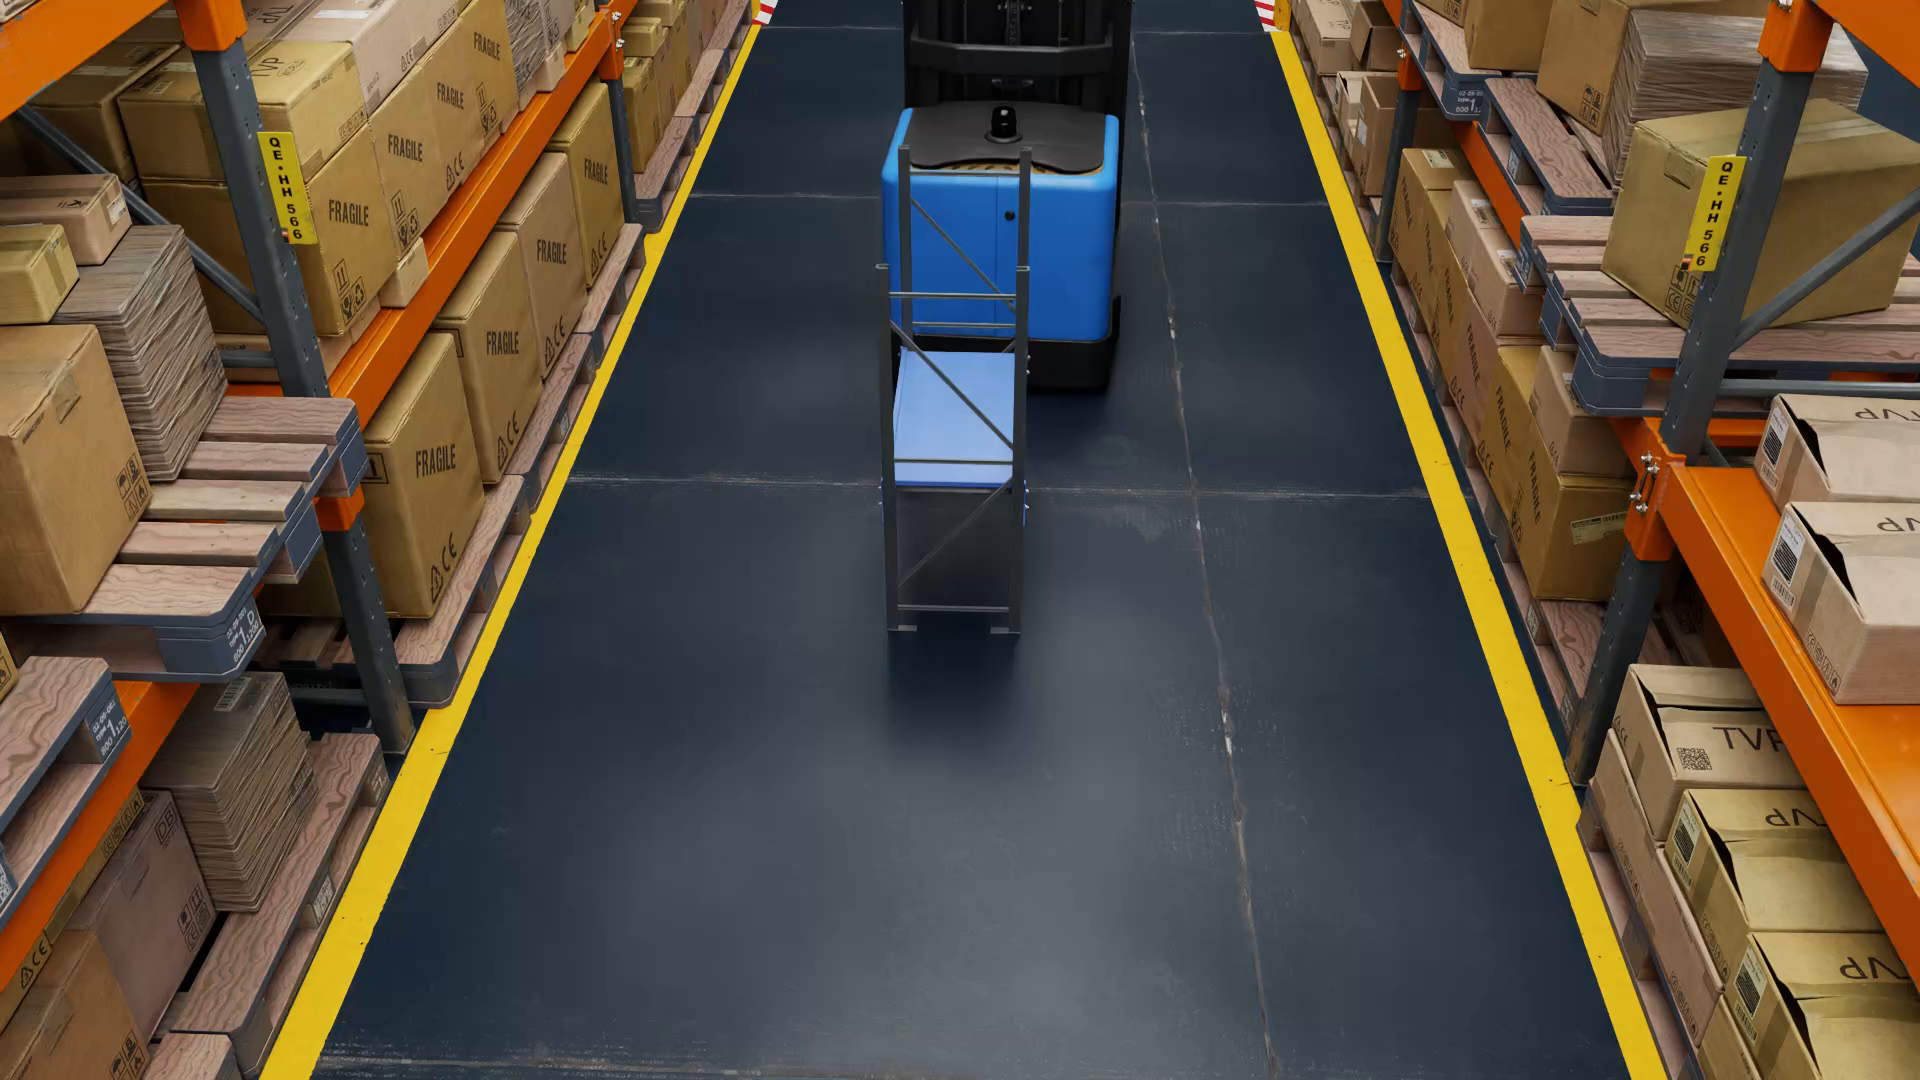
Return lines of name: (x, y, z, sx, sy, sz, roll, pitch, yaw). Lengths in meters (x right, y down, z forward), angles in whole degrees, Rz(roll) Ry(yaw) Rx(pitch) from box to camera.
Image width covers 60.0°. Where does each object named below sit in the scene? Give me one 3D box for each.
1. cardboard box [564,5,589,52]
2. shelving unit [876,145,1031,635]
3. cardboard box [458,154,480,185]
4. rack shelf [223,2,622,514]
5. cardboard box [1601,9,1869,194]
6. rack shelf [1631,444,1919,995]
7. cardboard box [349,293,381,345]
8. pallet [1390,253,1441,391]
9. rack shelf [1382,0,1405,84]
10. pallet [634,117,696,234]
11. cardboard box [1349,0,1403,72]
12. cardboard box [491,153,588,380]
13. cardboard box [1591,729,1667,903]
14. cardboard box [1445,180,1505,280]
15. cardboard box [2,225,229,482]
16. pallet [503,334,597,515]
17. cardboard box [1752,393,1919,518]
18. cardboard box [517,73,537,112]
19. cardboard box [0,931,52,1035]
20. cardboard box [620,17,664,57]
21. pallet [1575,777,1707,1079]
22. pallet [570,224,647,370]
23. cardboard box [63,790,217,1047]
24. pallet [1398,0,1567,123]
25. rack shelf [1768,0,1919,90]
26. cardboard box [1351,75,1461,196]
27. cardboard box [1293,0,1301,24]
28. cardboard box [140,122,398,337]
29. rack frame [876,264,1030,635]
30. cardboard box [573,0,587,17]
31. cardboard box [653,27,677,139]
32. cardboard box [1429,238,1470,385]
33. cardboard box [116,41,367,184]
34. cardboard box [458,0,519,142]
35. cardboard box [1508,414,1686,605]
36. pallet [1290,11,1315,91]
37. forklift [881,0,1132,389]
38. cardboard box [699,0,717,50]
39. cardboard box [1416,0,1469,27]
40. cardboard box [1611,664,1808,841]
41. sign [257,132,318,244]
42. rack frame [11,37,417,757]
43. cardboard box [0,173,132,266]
cardboard box: (-1.952, -2.389, 7.741, 0.380, 0.149, 0.250, 2, 35, 3)
shelving unit: (-0.003, -0.565, 6.249, 0.538, 1.500, 1.048, 1, 35, 2)
cardboard box: (-2.100, -1.502, 6.480, 0.380, 0.149, 0.250, 2, 35, 2)
rack shelf: (-2.315, -1.386, 6.739, 1.077, 0.370, 4.000, 1, 35, 2)
cardboard box: (2.694, -1.517, 5.848, 0.700, 0.500, 0.500, 8, 36, 11)
rack shelf: (2.474, 1.024, 3.310, 1.077, 0.370, 4.000, 1, 35, 2)
cardboard box: (-2.132, -0.765, 5.431, 0.380, 0.149, 0.250, 2, 35, 3)
pallet: (2.720, -1.108, 8.143, 1.003, 0.211, 1.213, 1, 35, 2)
rack shelf: (2.795, -3.572, 9.850, 1.077, 0.370, 4.000, 1, 35, 2)
pallet: (-2.126, -2.124, 9.588, 1.003, 0.211, 1.213, 1, 35, 2)
cardboard box: (2.785, -2.956, 10.135, 0.797, 0.503, 0.637, 1, 35, 2)
cardboard box: (-2.164, -1.235, 7.403, 0.750, 0.750, 0.750, 2, 35, 3)
cardboard box: (2.240, 0.828, 4.989, 0.500, 0.250, 0.500, 1, 35, 2)
cardboard box: (2.412, -1.335, 7.180, 0.500, 0.250, 0.500, 1, 35, 2)
cardboard box: (-2.405, -0.482, 4.358, 0.700, 0.500, 0.500, -3, 35, -4)
pallet: (-2.237, -0.541, 7.336, 1.003, 0.211, 1.213, 1, 35, 2)
cardboard box: (2.496, -0.175, 4.468, 0.500, 0.311, 0.500, 3, 35, 5)
cardboard box: (-2.036, -1.949, 7.116, 0.380, 0.149, 0.250, 1, 35, 2)
cardboard box: (-2.474, 1.041, 3.799, 0.500, 0.250, 0.500, 1, 35, 2)
cardboard box: (-1.907, -2.864, 9.461, 0.380, 0.149, 0.250, 2, 35, 3)
pallet: (2.482, 1.194, 4.868, 1.003, 0.211, 1.213, 1, 35, 2)
pallet: (-2.191, -1.244, 8.336, 1.003, 0.211, 1.213, 1, 35, 2)
cardboard box: (-2.510, 1.019, 4.482, 0.700, 0.500, 0.500, 1, 35, 2)
pallet: (2.574, -2.182, 7.413, 1.003, 0.211, 1.213, 1, 35, 2)
rack shelf: (2.474, -0.203, 2.447, 1.077, 0.370, 4.000, 1, 35, 2)
cardboard box: (2.454, -2.209, 9.075, 0.500, 0.500, 0.500, 1, 35, 2)
cardboard box: (2.505, -3.660, 11.431, 0.380, 0.166, 0.250, 1, 35, 2)
cardboard box: (-2.121, -0.975, 5.166, 0.500, 0.500, 0.500, 2, 35, 3)
rack frame: (-0.024, -0.273, 5.833, 0.500, 1.500, 0.032, 1, 35, 2)
cardboard box: (-2.002, -2.729, 7.662, 0.500, 0.500, 0.500, 1, 35, 1)
cardboard box: (-2.079, -2.695, 9.784, 0.700, 0.500, 0.500, 1, 35, 1)
cardboard box: (2.414, -1.009, 7.368, 0.500, 0.500, 0.500, 2, 35, 2)
cardboard box: (-2.119, -1.281, 4.948, 0.500, 0.250, 0.500, 2, 35, 3)
cardboard box: (-2.056, -1.861, 6.426, 0.500, 0.500, 0.500, 2, 35, 3)
cardboard box: (2.357, -0.119, 6.102, 0.500, 0.500, 0.500, 3, 35, 4)
pallet: (2.841, -3.373, 11.366, 1.003, 0.211, 1.213, 1, 35, 2)
forklift: (0.296, -2.722, 8.074, 1.130, 2.935, 3.031, 3, 35, 4)
cardboard box: (-2.023, -3.585, 11.051, 0.700, 0.500, 0.500, 1, 35, 2)
cardboard box: (2.472, -2.663, 7.478, 0.700, 0.500, 0.500, -10, 36, -14)
cardboard box: (2.240, 0.599, 4.828, 0.500, 0.311, 0.500, 2, 35, 3)
sign: (-1.853, -0.966, 4.577, 0.100, 0.325, 0.005, 1, 35, 2)
rack frame: (-2.396, -0.532, 4.898, 1.000, 3.000, 0.127, 1, 35, 2)
cardboard box: (-2.380, -0.819, 4.273, 0.380, 0.149, 0.250, -3, 35, -4)
